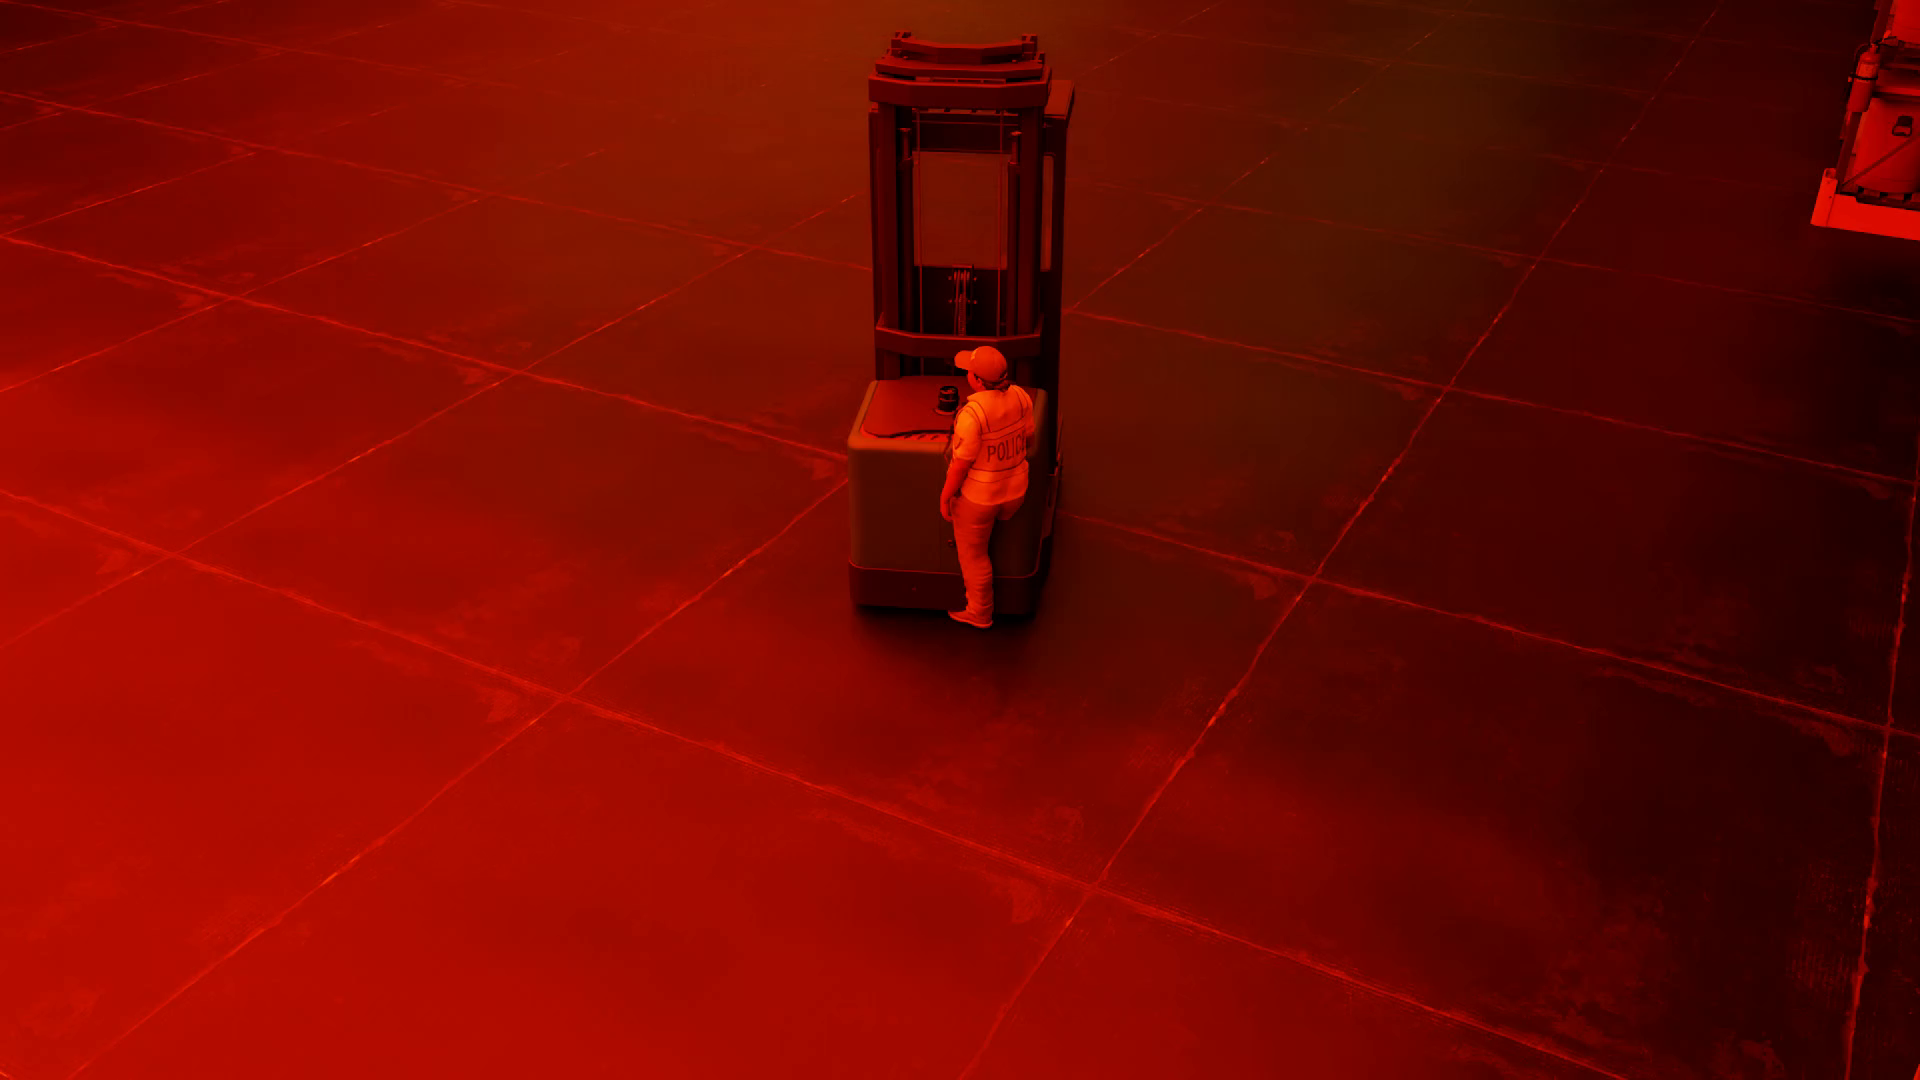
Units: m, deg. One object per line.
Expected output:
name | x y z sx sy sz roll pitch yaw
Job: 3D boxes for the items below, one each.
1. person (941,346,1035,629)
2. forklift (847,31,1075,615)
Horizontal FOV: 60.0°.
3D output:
person | 0.105 -0.301 8.840 0.598 1.670 0.529 -23 37 -34
forklift | 0.072 -1.572 9.794 1.130 2.935 3.031 3 30 6
